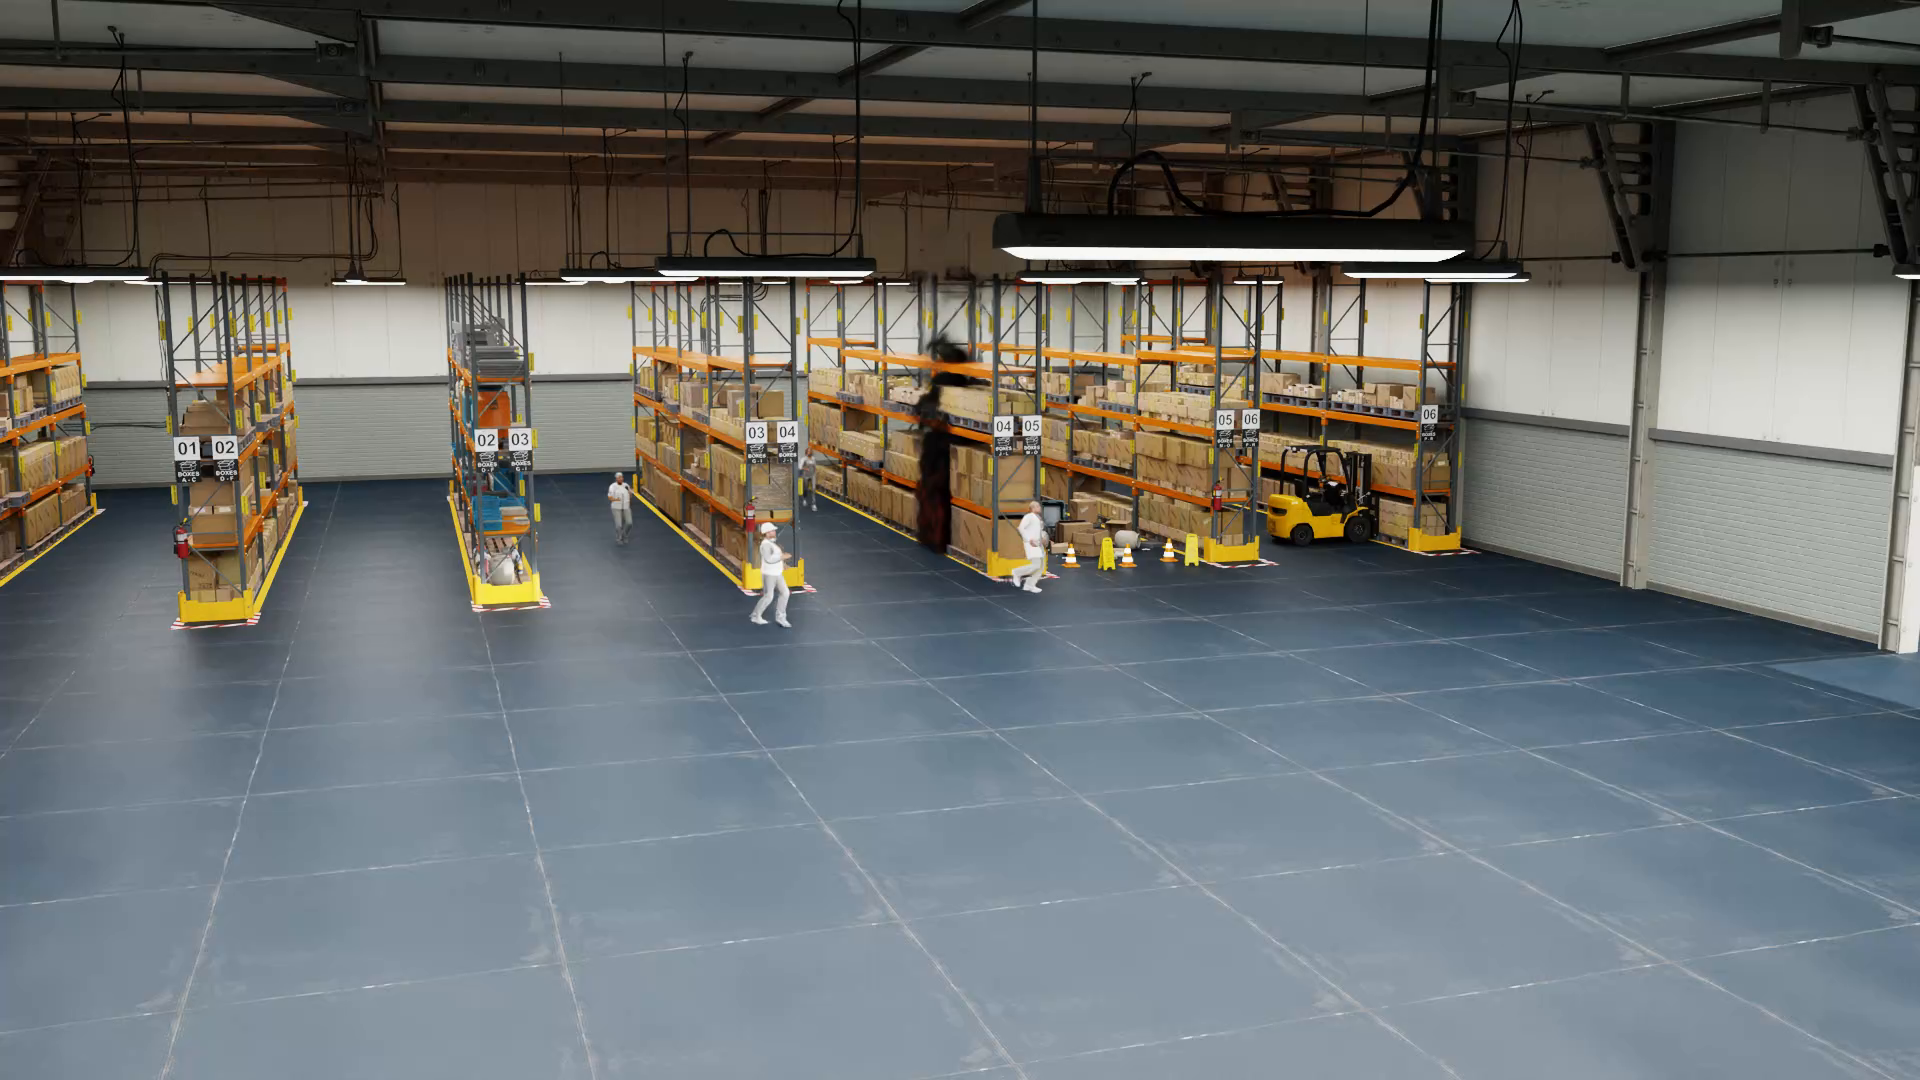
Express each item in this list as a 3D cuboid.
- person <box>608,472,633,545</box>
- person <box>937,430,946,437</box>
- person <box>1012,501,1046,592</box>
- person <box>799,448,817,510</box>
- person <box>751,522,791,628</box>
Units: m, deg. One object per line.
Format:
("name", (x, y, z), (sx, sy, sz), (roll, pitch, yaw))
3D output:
("person", (-7.567, -0.691, 37.223), (0.589, 1.647, 0.590), (-5, 10, -28))
("person", (-0.468, -2.779, 51.126), (0.851, 1.635, 0.675), (-1, 9, -7))
("person", (1.360, 0.110, 31.772), (0.634, 1.699, 0.723), (4, 9, 24))
("person", (-3.944, -1.601, 43.279), (0.539, 1.584, 0.873), (-3, 9, -21))
("person", (-3.197, 0.609, 28.195), (0.729, 1.831, 0.640), (1, 9, 9))
